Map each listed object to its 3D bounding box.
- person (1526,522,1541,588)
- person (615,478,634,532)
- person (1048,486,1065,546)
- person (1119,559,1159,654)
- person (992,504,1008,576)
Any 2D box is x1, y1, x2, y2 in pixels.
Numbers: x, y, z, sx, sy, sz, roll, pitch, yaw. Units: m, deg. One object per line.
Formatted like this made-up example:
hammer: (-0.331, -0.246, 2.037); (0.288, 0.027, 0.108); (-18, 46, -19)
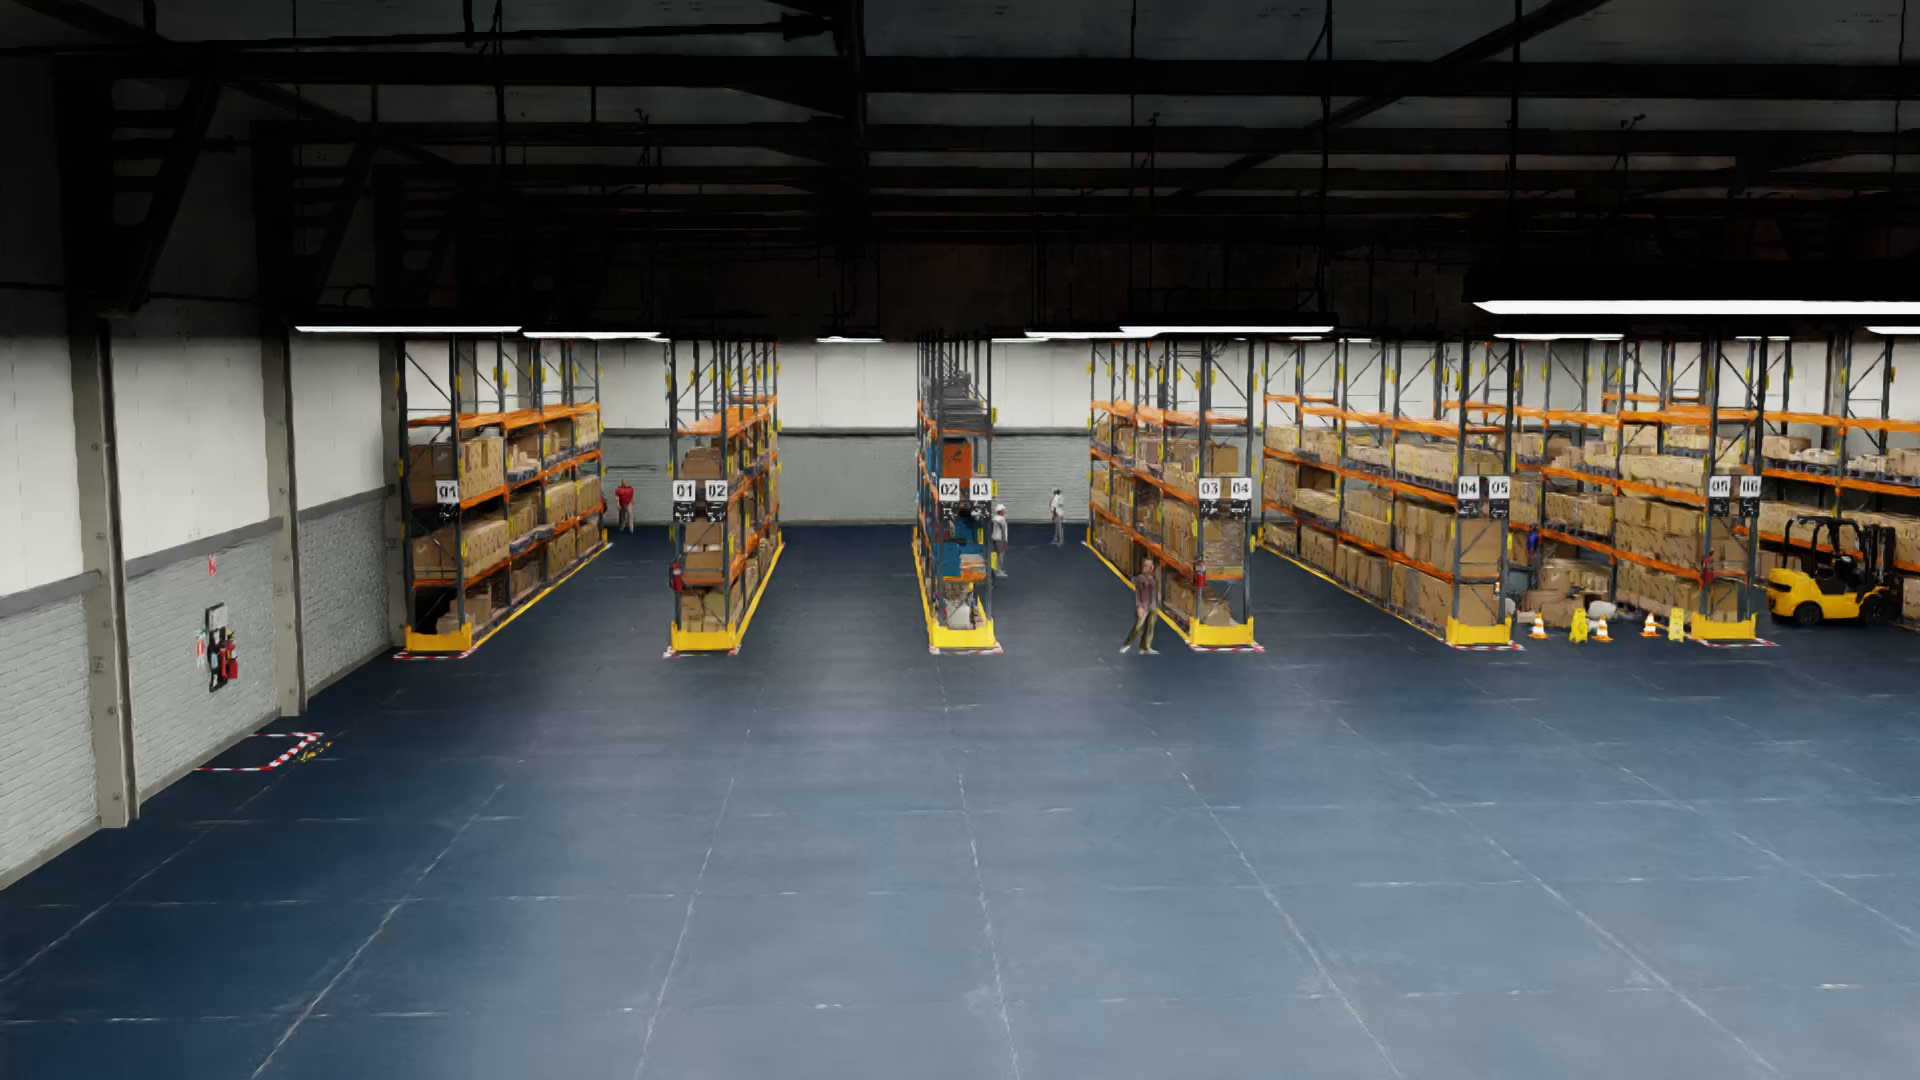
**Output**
person: (13.065, 0.421, 38.005); (0.551, 1.639, 0.573); (3, 7, 22)
person: (-10.199, -1.078, 50.606); (0.562, 1.639, 1.064); (-1, 7, -12)
person: (2.748, -0.689, 47.295); (0.551, 1.661, 0.565); (2, 7, 19)
person: (3.305, 1.237, 30.670); (0.793, 1.771, 0.517); (-6, 9, -43)
person: (1.000, -0.014, 41.062); (0.401, 1.778, 0.627); (-3, 7, -22)
